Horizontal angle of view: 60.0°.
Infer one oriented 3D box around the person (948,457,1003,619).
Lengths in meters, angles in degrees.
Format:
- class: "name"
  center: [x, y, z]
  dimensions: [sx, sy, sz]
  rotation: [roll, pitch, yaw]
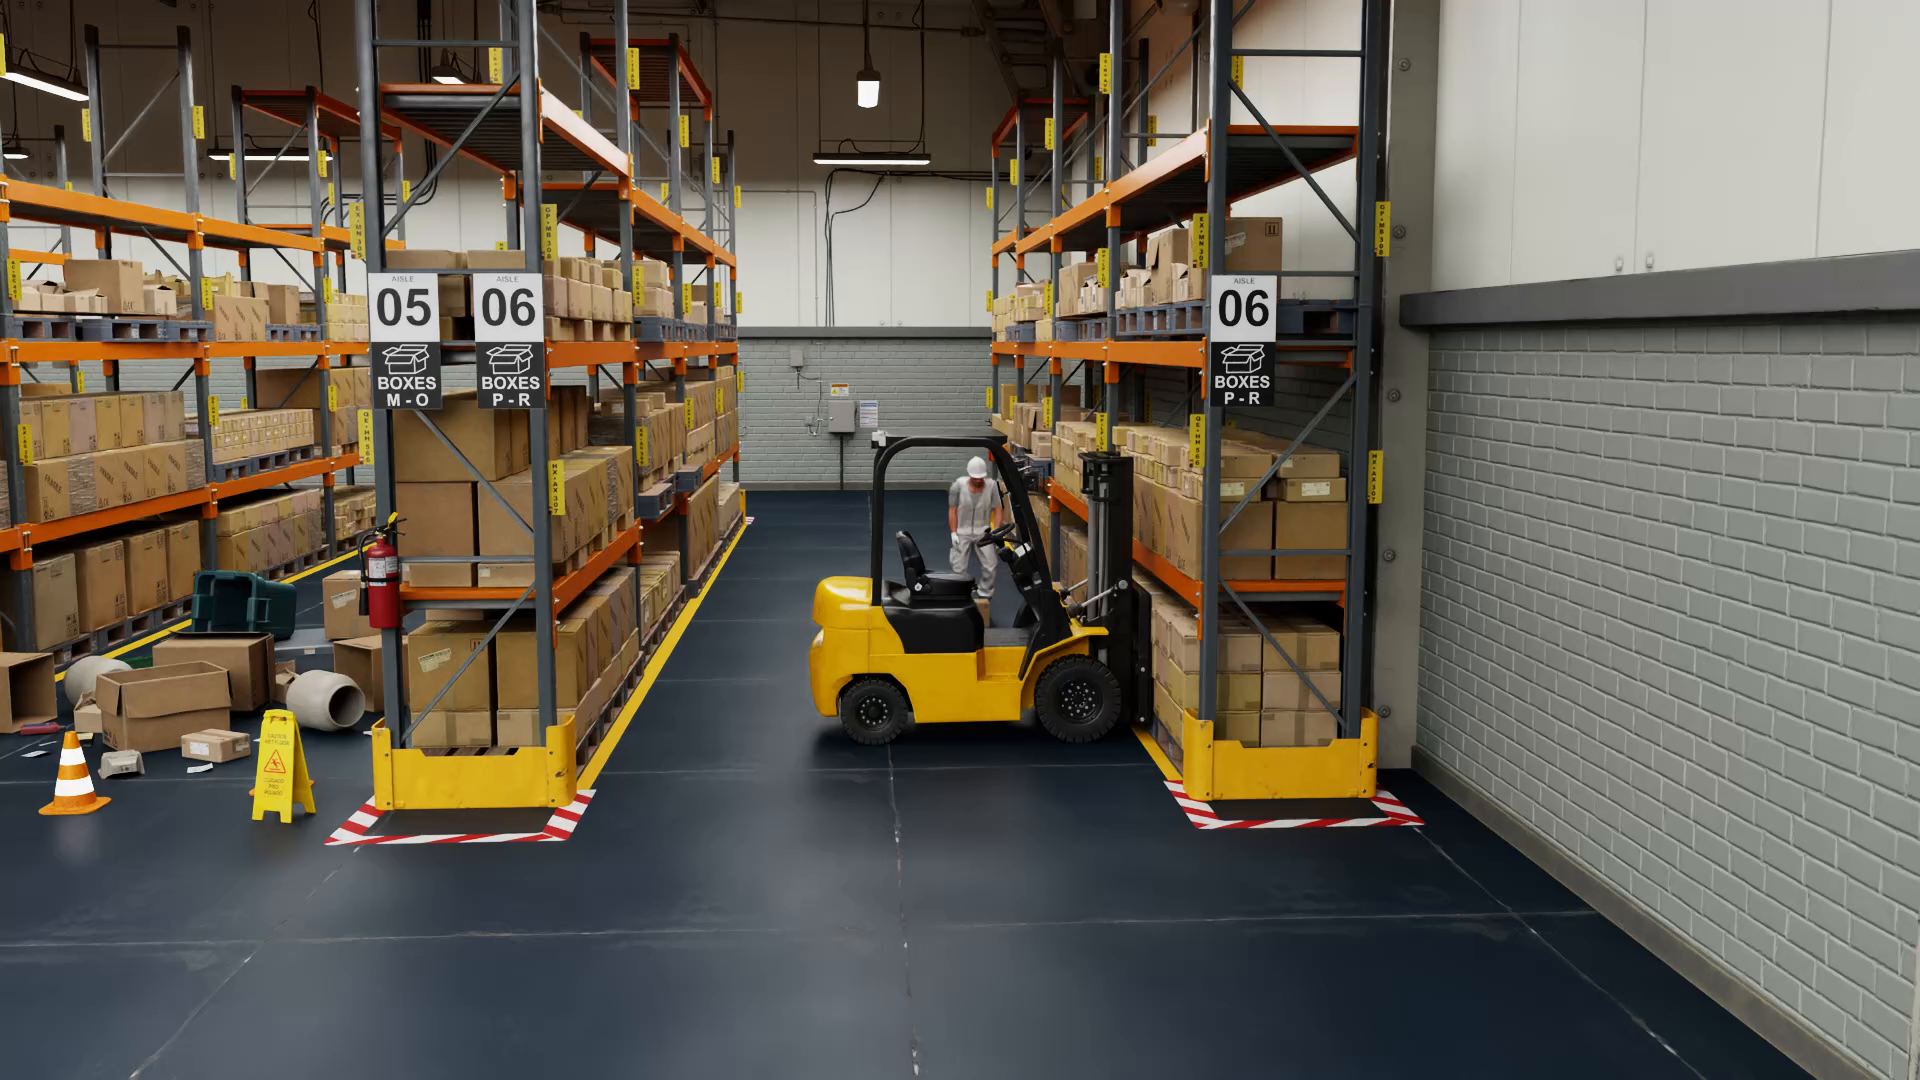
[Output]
- class: "person"
  center: [0.162, -0.021, 16.843]
  dimensions: [0.560, 1.665, 0.558]
  rotation: [0, 7, -2]
